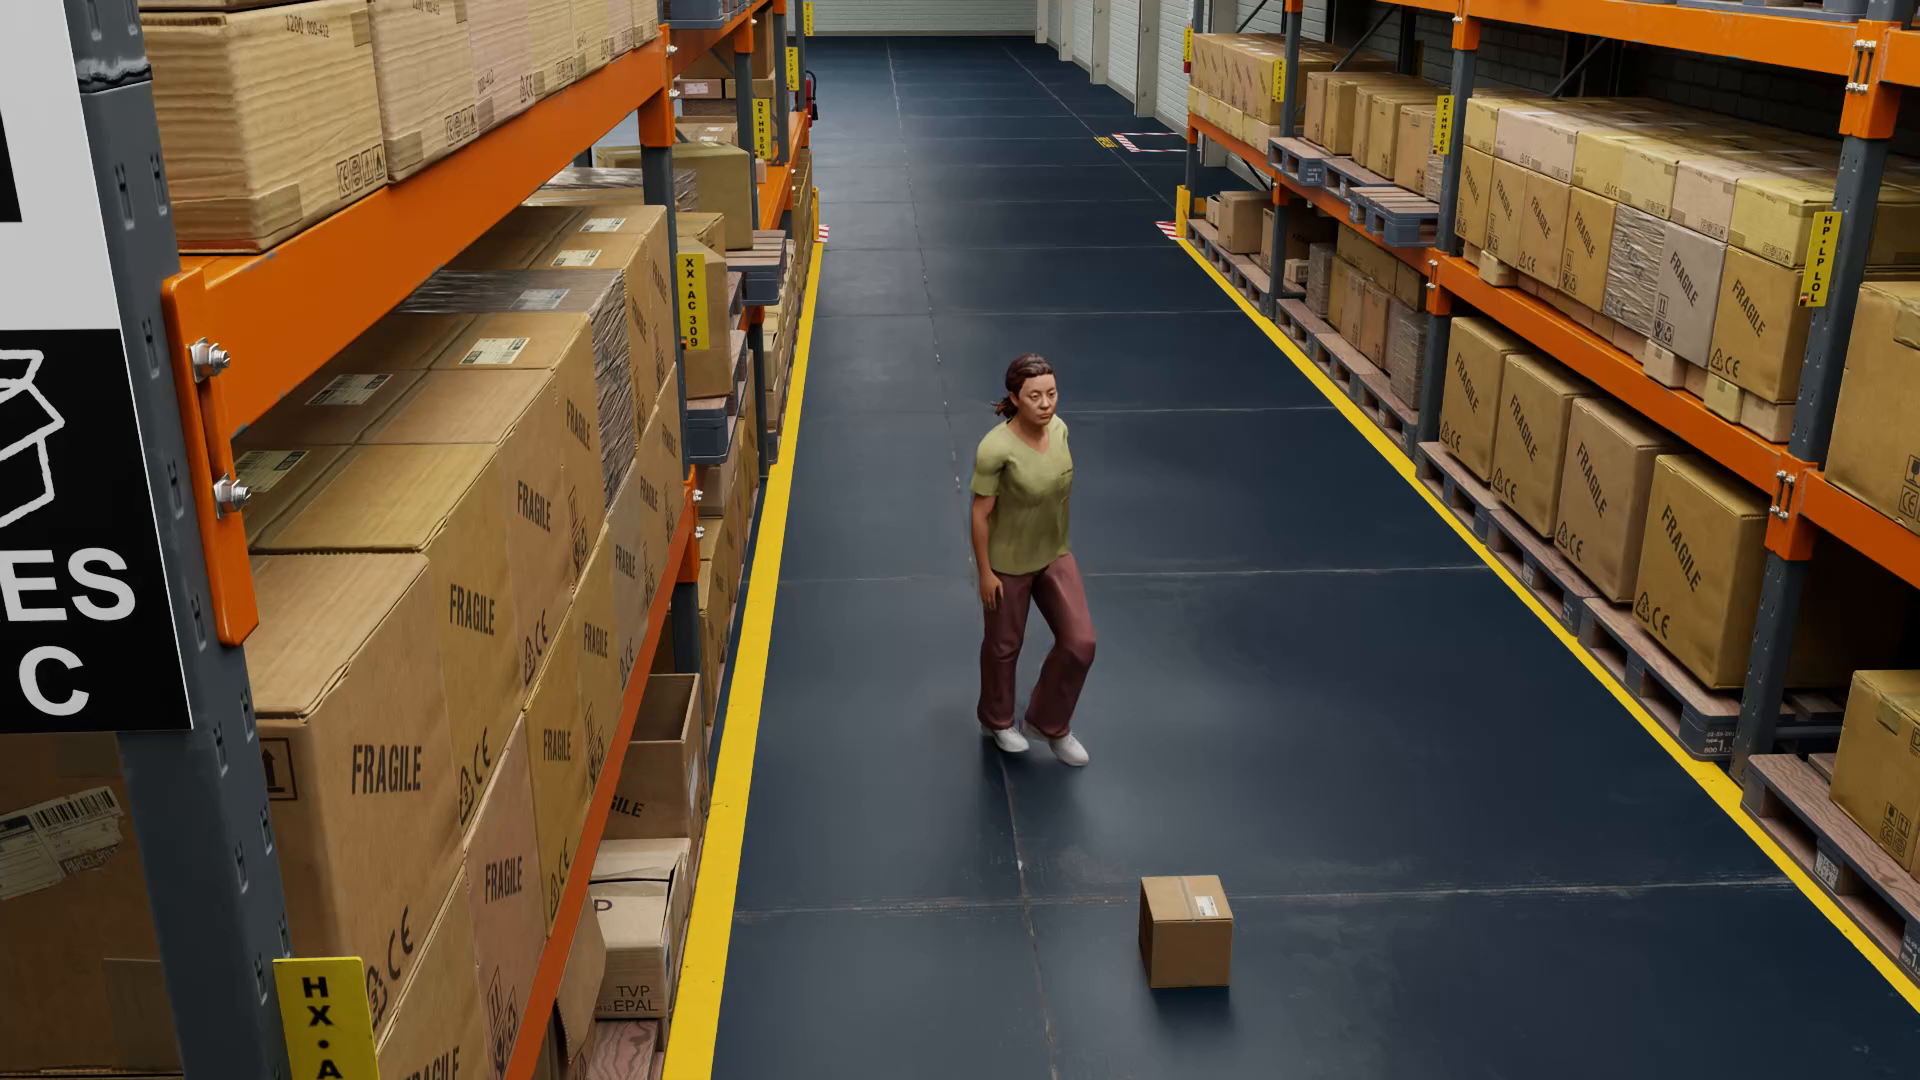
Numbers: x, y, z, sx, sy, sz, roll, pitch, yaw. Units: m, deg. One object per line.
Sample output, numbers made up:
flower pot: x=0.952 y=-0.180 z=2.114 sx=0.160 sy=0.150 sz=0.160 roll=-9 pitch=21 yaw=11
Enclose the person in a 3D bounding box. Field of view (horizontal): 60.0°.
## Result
person: x=0.226 y=0.090 z=6.329 sx=0.472 sy=1.673 sz=0.534 roll=-12 pitch=24 yaw=-29
